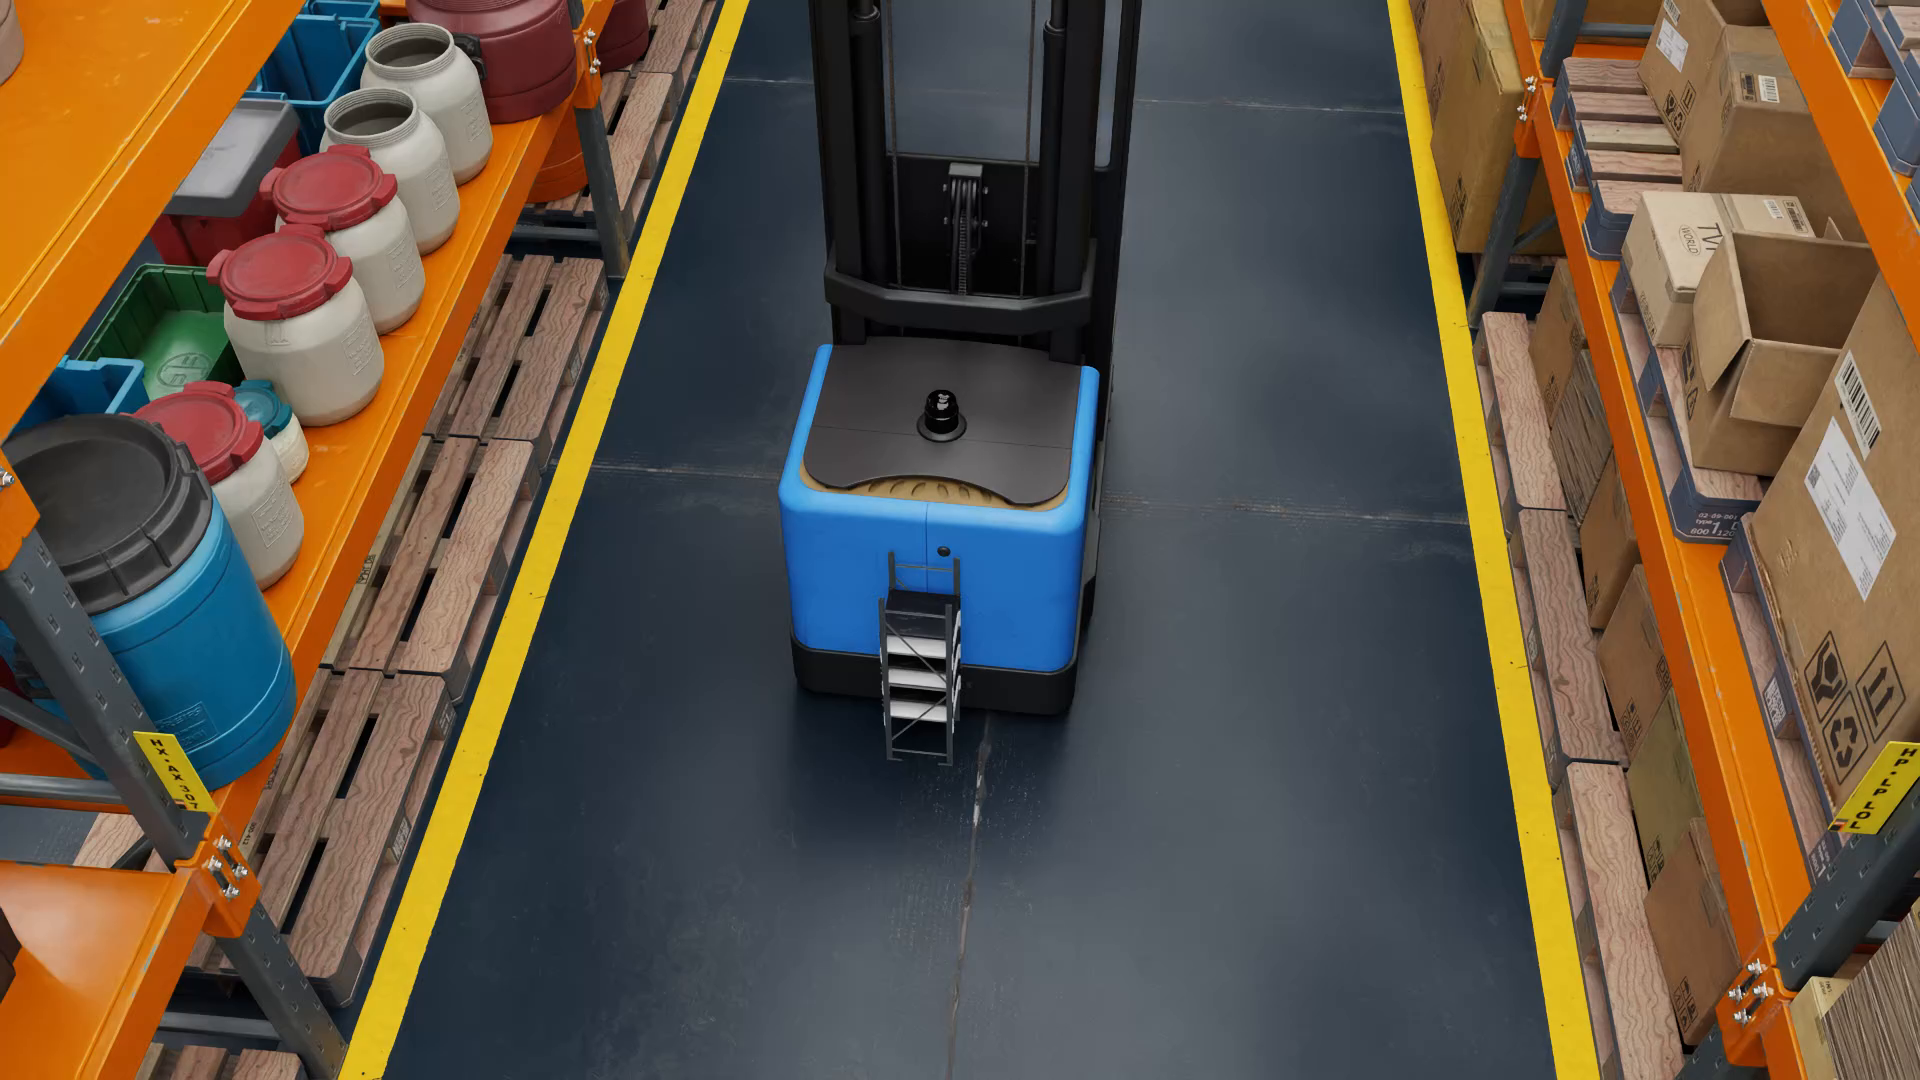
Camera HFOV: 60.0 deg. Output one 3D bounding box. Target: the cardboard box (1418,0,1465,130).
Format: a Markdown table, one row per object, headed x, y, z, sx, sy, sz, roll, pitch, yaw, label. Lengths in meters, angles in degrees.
| x | y | z | sx | sy | sz | roll | pitch | yaw | label |
| --- | --- | --- | --- | --- | --- | --- | --- | --- | --- |
| 3.020 | -2.577 | 8.255 | 1.225 | 0.875 | 0.875 | 4 | 48 | 4 | cardboard box |

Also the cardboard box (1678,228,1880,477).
| x | y | z | sx | sy | sz | roll | pitch | yaw | label |
| --- | --- | --- | --- | --- | --- | --- | --- | --- | --- |
| 2.549 | -0.509 | 4.854 | 0.797 | 0.503 | 0.637 | 8 | 48 | 8 | cardboard box |

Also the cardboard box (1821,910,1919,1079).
| x | y | z | sx | sy | sz | roll | pitch | yaw | label |
| --- | --- | --- | --- | --- | --- | --- | --- | --- | --- |
| 2.381 | 1.140 | 3.431 | 0.875 | 0.500 | 0.500 | 4 | 48 | 4 | cardboard box |

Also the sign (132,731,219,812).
| x | y | z | sx | sy | sz | roll | pitch | yaw | label |
| --- | --- | --- | --- | --- | --- | --- | --- | --- | --- |
| -1.902 | 0.566 | 4.038 | 0.100 | 0.325 | 0.005 | 4 | 48 | 4 | sign |

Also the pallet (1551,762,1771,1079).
| x | y | z | sx | sy | sz | roll | pitch | yaw | label |
| --- | --- | --- | --- | --- | --- | --- | --- | --- | --- |
| 2.553 | 1.316 | 5.429 | 1.003 | 0.211 | 1.213 | 4 | 48 | 4 | pallet |

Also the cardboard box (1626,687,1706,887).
| x | y | z | sx | sy | sz | roll | pitch | yaw | label |
| --- | --- | --- | --- | --- | --- | --- | --- | --- | --- |
| 2.623 | 0.844 | 5.367 | 0.700 | 0.500 | 0.500 | 4 | 48 | 3 | cardboard box |

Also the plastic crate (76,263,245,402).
| x | y | z | sx | sy | sz | roll | pitch | yaw | label |
| --- | --- | --- | --- | --- | --- | --- | --- | --- | --- |
| -2.571 | -0.613 | 5.447 | 0.450 | 0.188 | 0.662 | 4 | 48 | 4 | plastic crate |

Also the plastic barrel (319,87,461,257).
| x | y | z | sx | sy | sz | roll | pitch | yaw | label |
| --- | --- | --- | --- | --- | --- | --- | --- | --- | --- |
| -2.004 | -1.283 | 5.841 | 0.421 | 0.512 | 0.421 | 0 | 48 | 0 | plastic barrel |

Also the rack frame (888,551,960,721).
| x | y | z | sx | sy | sz | roll | pitch | yaw | label |
| --- | --- | --- | --- | --- | --- | --- | --- | --- | --- |
| -0.120 | 0.354 | 5.842 | 0.240 | 0.900 | 0.006 | 5 | 48 | 5 | rack frame |

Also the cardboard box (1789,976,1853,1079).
| x | y | z | sx | sy | sz | roll | pitch | yaw | label |
| --- | --- | --- | --- | --- | --- | --- | --- | --- | --- |
| 2.164 | 1.170 | 3.843 | 0.380 | 0.149 | 0.250 | 4 | 48 | 4 | cardboard box |

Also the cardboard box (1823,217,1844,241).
| x | y | z | sx | sy | sz | roll | pitch | yaw | label |
| --- | --- | --- | --- | --- | --- | --- | --- | --- | --- |
| 2.965 | -0.845 | 5.322 | 0.396 | 0.266 | 0.258 | 3 | 48 | 2 | cardboard box |

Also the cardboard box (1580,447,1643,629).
| x | y | z | sx | sy | sz | roll | pitch | yaw | label |
| --- | --- | --- | --- | --- | --- | --- | --- | --- | --- |
| 2.724 | 0.022 | 6.118 | 0.700 | 0.500 | 0.500 | 7 | 48 | 7 | cardboard box |

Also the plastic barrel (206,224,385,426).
| x | y | z | sx | sy | sz | roll | pitch | yaw | label |
| --- | --- | --- | --- | --- | --- | --- | --- | --- | --- |
| -2.076 | -0.659 | 5.254 | 0.433 | 0.535 | 0.433 | 0 | 48 | 0 | plastic barrel |

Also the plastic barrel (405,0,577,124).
| x | y | z | sx | sy | sz | roll | pitch | yaw | label |
| --- | --- | --- | --- | --- | --- | --- | --- | --- | --- |
| -1.825 | -2.010 | 6.489 | 0.600 | 0.536 | 0.708 | 4 | 48 | 4 | plastic barrel |

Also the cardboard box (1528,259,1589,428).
| x | y | z | sx | sy | sz | roll | pitch | yaw | label |
| --- | --- | --- | --- | --- | --- | --- | --- | --- | --- |
| 2.807 | -0.803 | 6.874 | 0.700 | 0.500 | 0.500 | 2 | 48 | 1 | cardboard box |

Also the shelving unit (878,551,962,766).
| x | y | z | sx | sy | sz | roll | pitch | yaw | label |
| --- | --- | --- | --- | --- | --- | --- | --- | --- | --- |
| -0.133 | 0.429 | 5.774 | 0.258 | 0.900 | 0.210 | 5 | 48 | 5 | shelving unit |

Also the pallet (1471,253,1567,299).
| x | y | z | sx | sy | sz | roll | pitch | yaw | label |
| --- | --- | --- | --- | --- | --- | --- | --- | --- | --- |
| 2.995 | -1.625 | 8.119 | 1.003 | 0.211 | 1.213 | 4 | 48 | 4 | pallet |

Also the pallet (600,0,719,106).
| x | y | z | sx | sy | sz | roll | pitch | yaw | label |
| --- | --- | --- | --- | --- | --- | --- | --- | --- | --- |
| -1.940 | -2.860 | 9.249 | 1.003 | 0.211 | 1.213 | 4 | 48 | 4 | pallet |

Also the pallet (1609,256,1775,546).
| x | y | z | sx | sy | sz | roll | pitch | yaw | label |
| --- | --- | --- | --- | --- | --- | --- | --- | --- | --- |
| 2.708 | -0.470 | 5.303 | 1.003 | 0.211 | 1.213 | 4 | 48 | 4 | pallet |

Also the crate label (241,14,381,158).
| x | y | z | sx | sy | sz | roll | pitch | yaw | label |
| --- | --- | --- | --- | --- | --- | --- | --- | --- | --- |
| -2.444 | -1.625 | 6.206 | 0.502 | 0.435 | 0.616 | 4 | 48 | 4 | crate label |

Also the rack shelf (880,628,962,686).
| x | y | z | sx | sy | sz | roll | pitch | yaw | label |
| --- | --- | --- | --- | --- | --- | --- | --- | --- | --- |
| -0.133 | 0.391 | 5.732 | 0.258 | 0.077 | 0.200 | 5 | 48 | 5 | rack shelf |

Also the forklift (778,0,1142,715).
| x | y | z | sx | sy | sz | roll | pitch | yaw | label |
| --- | --- | --- | --- | --- | --- | --- | --- | --- | --- |
| 0.079 | -1.448 | 6.114 | 1.130 | 2.935 | 3.031 | 5 | 48 | 5 | forklift |

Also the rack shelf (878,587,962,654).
| x | y | z | sx | sy | sz | roll | pitch | yaw | label |
| --- | --- | --- | --- | --- | --- | --- | --- | --- | --- |
| -0.133 | 0.269 | 5.599 | 0.258 | 0.077 | 0.200 | 5 | 48 | 5 | rack shelf |

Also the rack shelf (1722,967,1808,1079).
| x | y | z | sx | sy | sz | roll | pitch | yaw | label |
| --- | --- | --- | --- | --- | --- | --- | --- | --- | --- |
| 2.301 | 2.660 | 2.798 | 1.077 | 0.370 | 4.000 | 4 | 48 | 4 | rack shelf |

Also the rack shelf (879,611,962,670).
| x | y | z | sx | sy | sz | roll | pitch | yaw | label |
| --- | --- | --- | --- | --- | --- | --- | --- | --- | --- |
| -0.133 | 0.330 | 5.666 | 0.258 | 0.077 | 0.200 | 5 | 48 | 5 | rack shelf |

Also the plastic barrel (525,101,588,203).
| x | y | z | sx | sy | sz | roll | pitch | yaw | label |
| --- | --- | --- | --- | --- | --- | --- | --- | --- | --- |
| -2.057 | -2.095 | 7.845 | 0.600 | 0.830 | 0.708 | 4 | 48 | 4 | plastic barrel |

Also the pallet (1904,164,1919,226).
| x | y | z | sx | sy | sz | roll | pitch | yaw | label |
| --- | --- | --- | --- | --- | --- | --- | --- | --- | --- |
| 2.646 | -0.448 | 3.247 | 1.213 | 0.211 | 1.003 | 4 | 48 | 4 | pallet |

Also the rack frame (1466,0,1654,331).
| x | y | z | sx | sy | sz | roll | pitch | yaw | label |
| --- | --- | --- | --- | --- | --- | --- | --- | --- | --- |
| 2.848 | -1.992 | 6.565 | 1.000 | 3.000 | 0.127 | 4 | 48 | 4 | rack frame |

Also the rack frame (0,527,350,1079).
| x | y | z | sx | sy | sz | roll | pitch | yaw | label |
| --- | --- | --- | --- | --- | --- | --- | --- | --- | --- |
| -2.449 | 0.614 | 4.181 | 1.000 | 3.000 | 0.127 | 4 | 48 | 4 | rack frame |

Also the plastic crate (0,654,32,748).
| x | y | z | sx | sy | sz | roll | pitch | yaw | label |
| --- | --- | --- | --- | --- | --- | --- | --- | --- | --- |
| -2.710 | 0.216 | 4.502 | 0.402 | 0.464 | 0.583 | 4 | 48 | 4 | plastic crate |

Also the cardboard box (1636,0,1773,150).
| x | y | z | sx | sy | sz | roll | pitch | yaw | label |
| --- | --- | --- | --- | --- | --- | --- | --- | --- | --- |
| 2.839 | -1.768 | 6.008 | 0.500 | 0.500 | 0.500 | -1 | 48 | -1 | cardboard box |

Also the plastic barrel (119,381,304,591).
| x | y | z | sx | sy | sz | roll | pitch | yaw | label |
| --- | --- | --- | --- | --- | --- | --- | --- | --- | --- |
| -2.143 | -0.120 | 4.761 | 0.433 | 0.535 | 0.433 | 0 | 48 | 0 | plastic barrel |

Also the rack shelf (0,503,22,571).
| x | y | z | sx | sy | sz | roll | pitch | yaw | label |
| --- | --- | --- | --- | --- | --- | --- | --- | --- | --- |
| -2.631 | 1.314 | 1.996 | 1.077 | 0.370 | 4.000 | 4 | 48 | 4 | rack shelf |

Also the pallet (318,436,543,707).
| x | y | z | sx | sy | sz | roll | pitch | yaw | label |
| --- | --- | --- | --- | --- | --- | --- | --- | --- | --- |
| -2.307 | 0.077 | 6.563 | 1.003 | 0.211 | 1.213 | 4 | 48 | 4 | pallet |

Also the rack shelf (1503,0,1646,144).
| x | y | z | sx | sy | sz | roll | pitch | yaw | label |
| --- | --- | --- | --- | --- | --- | --- | --- | --- | --- |
| 3.030 | -3.219 | 8.175 | 1.077 | 0.370 | 4.000 | 4 | 48 | 4 | rack shelf |

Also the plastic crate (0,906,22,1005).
| x | y | z | sx | sy | sz | roll | pitch | yaw | label |
| --- | --- | --- | --- | --- | --- | --- | --- | --- | --- |
| -2.623 | 1.011 | 3.860 | 0.767 | 0.338 | 0.504 | 4 | 48 | 4 | plastic crate |

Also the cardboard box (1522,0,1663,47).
| x | y | z | sx | sy | sz | roll | pitch | yaw | label |
| --- | --- | --- | --- | --- | --- | --- | --- | --- | --- |
| 2.646 | -2.405 | 6.875 | 0.500 | 0.500 | 0.500 | 5 | 48 | 5 | cardboard box |

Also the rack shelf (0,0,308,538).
| x | y | z | sx | sy | sz | roll | pitch | yaw | label |
| --- | --- | --- | --- | --- | --- | --- | --- | --- | --- |
| -2.267 | -1.625 | 4.684 | 1.077 | 0.370 | 4.000 | 4 | 48 | 4 | rack shelf |

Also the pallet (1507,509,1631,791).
| x | y | z | sx | sy | sz | roll | pitch | yaw | label |
| --- | --- | --- | --- | --- | --- | --- | --- | --- | --- |
| 2.662 | 0.417 | 6.251 | 1.003 | 0.211 | 1.213 | 4 | 48 | 4 | pallet |
